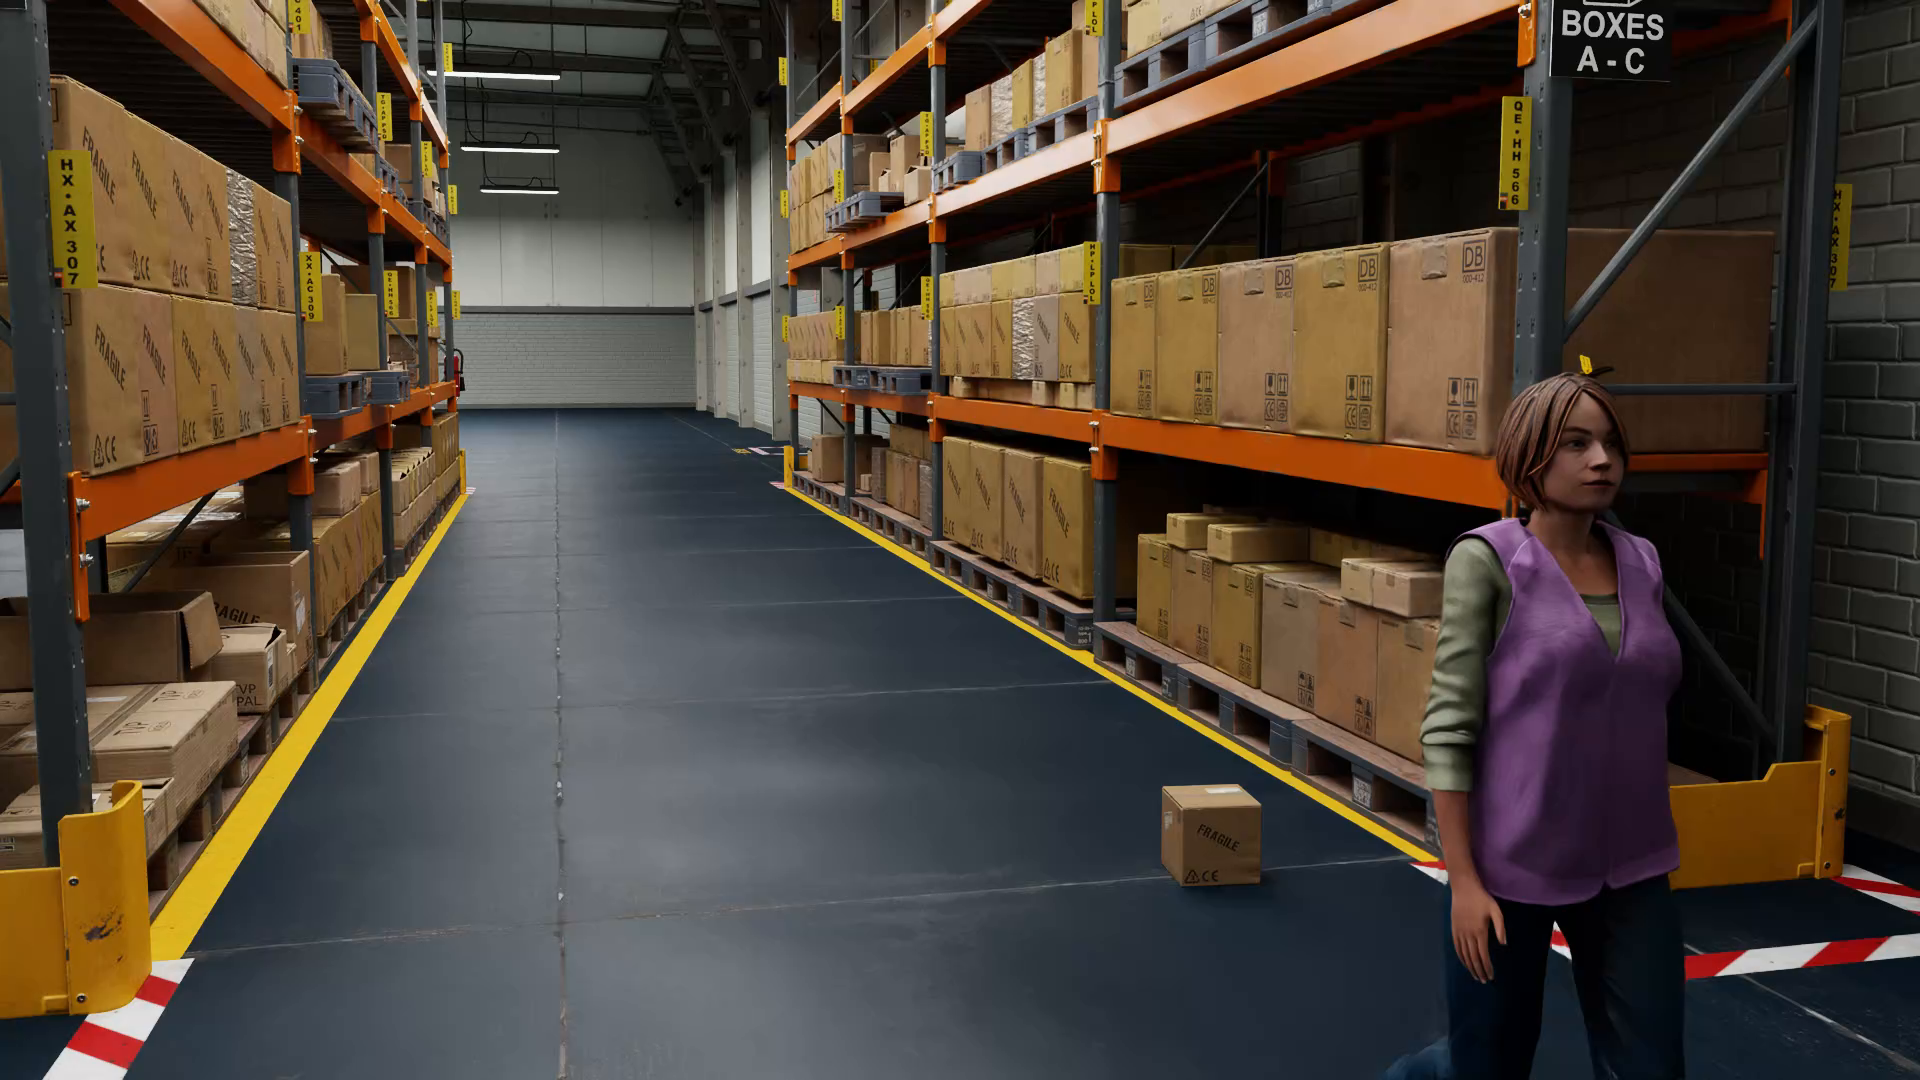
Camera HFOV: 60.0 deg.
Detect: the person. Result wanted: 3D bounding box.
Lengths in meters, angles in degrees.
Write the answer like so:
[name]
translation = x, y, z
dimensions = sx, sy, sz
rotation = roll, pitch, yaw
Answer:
[person]
translation = 1.002, 0.558, 2.312
dimensions = 0.411, 1.627, 0.436
rotation = -1, 6, -11
